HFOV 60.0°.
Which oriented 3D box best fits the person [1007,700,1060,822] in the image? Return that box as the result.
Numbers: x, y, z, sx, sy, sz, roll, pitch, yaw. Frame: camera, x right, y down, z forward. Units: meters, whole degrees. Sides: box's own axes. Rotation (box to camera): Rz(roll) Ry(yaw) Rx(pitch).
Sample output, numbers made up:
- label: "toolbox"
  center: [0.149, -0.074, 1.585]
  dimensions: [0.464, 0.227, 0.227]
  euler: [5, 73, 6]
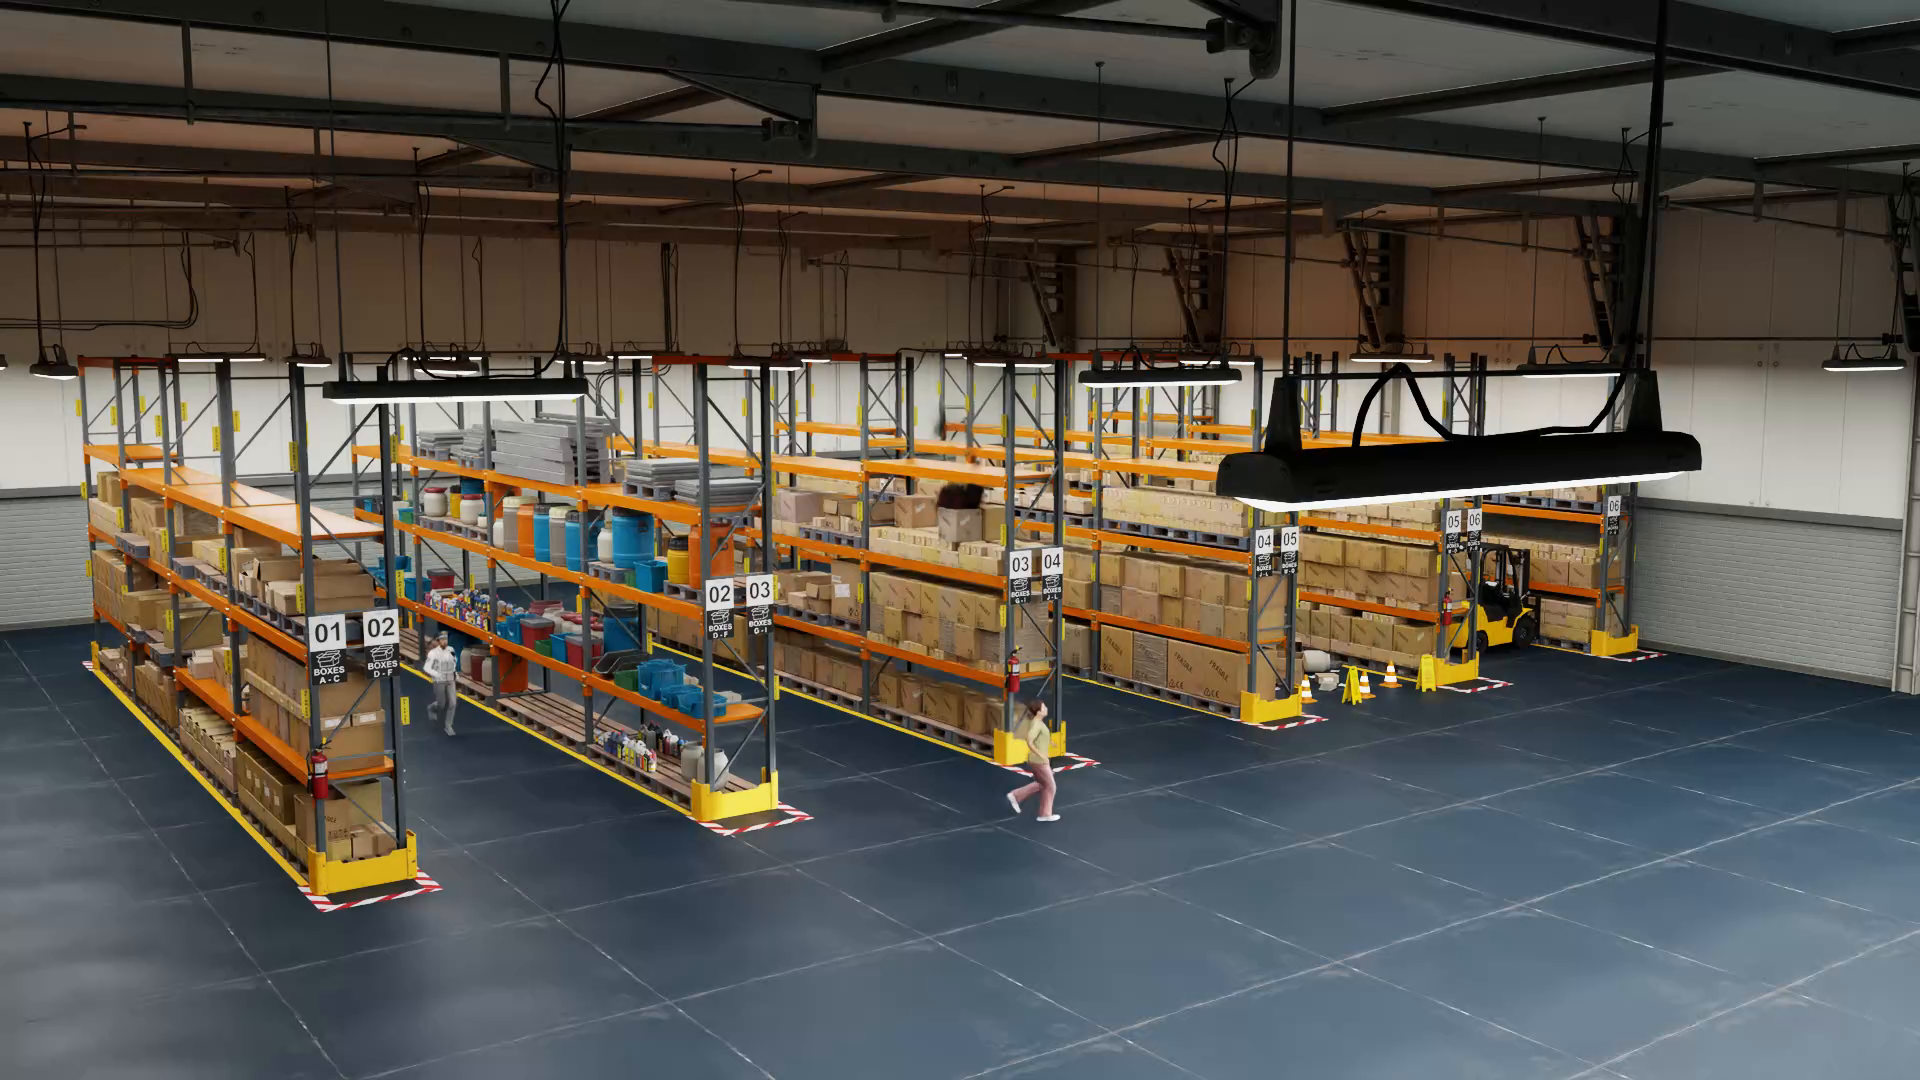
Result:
- label: "person"
  center: [0.970, 2.888, 21.748]
  dimensions: [0.694, 1.632, 0.579]
  euler: [0, 7, -4]

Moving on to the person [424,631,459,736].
- label: "person"
  center: [-8.338, 2.286, 26.804]
  dimensions: [0.627, 1.692, 0.761]
  euler: [-6, 9, -42]
